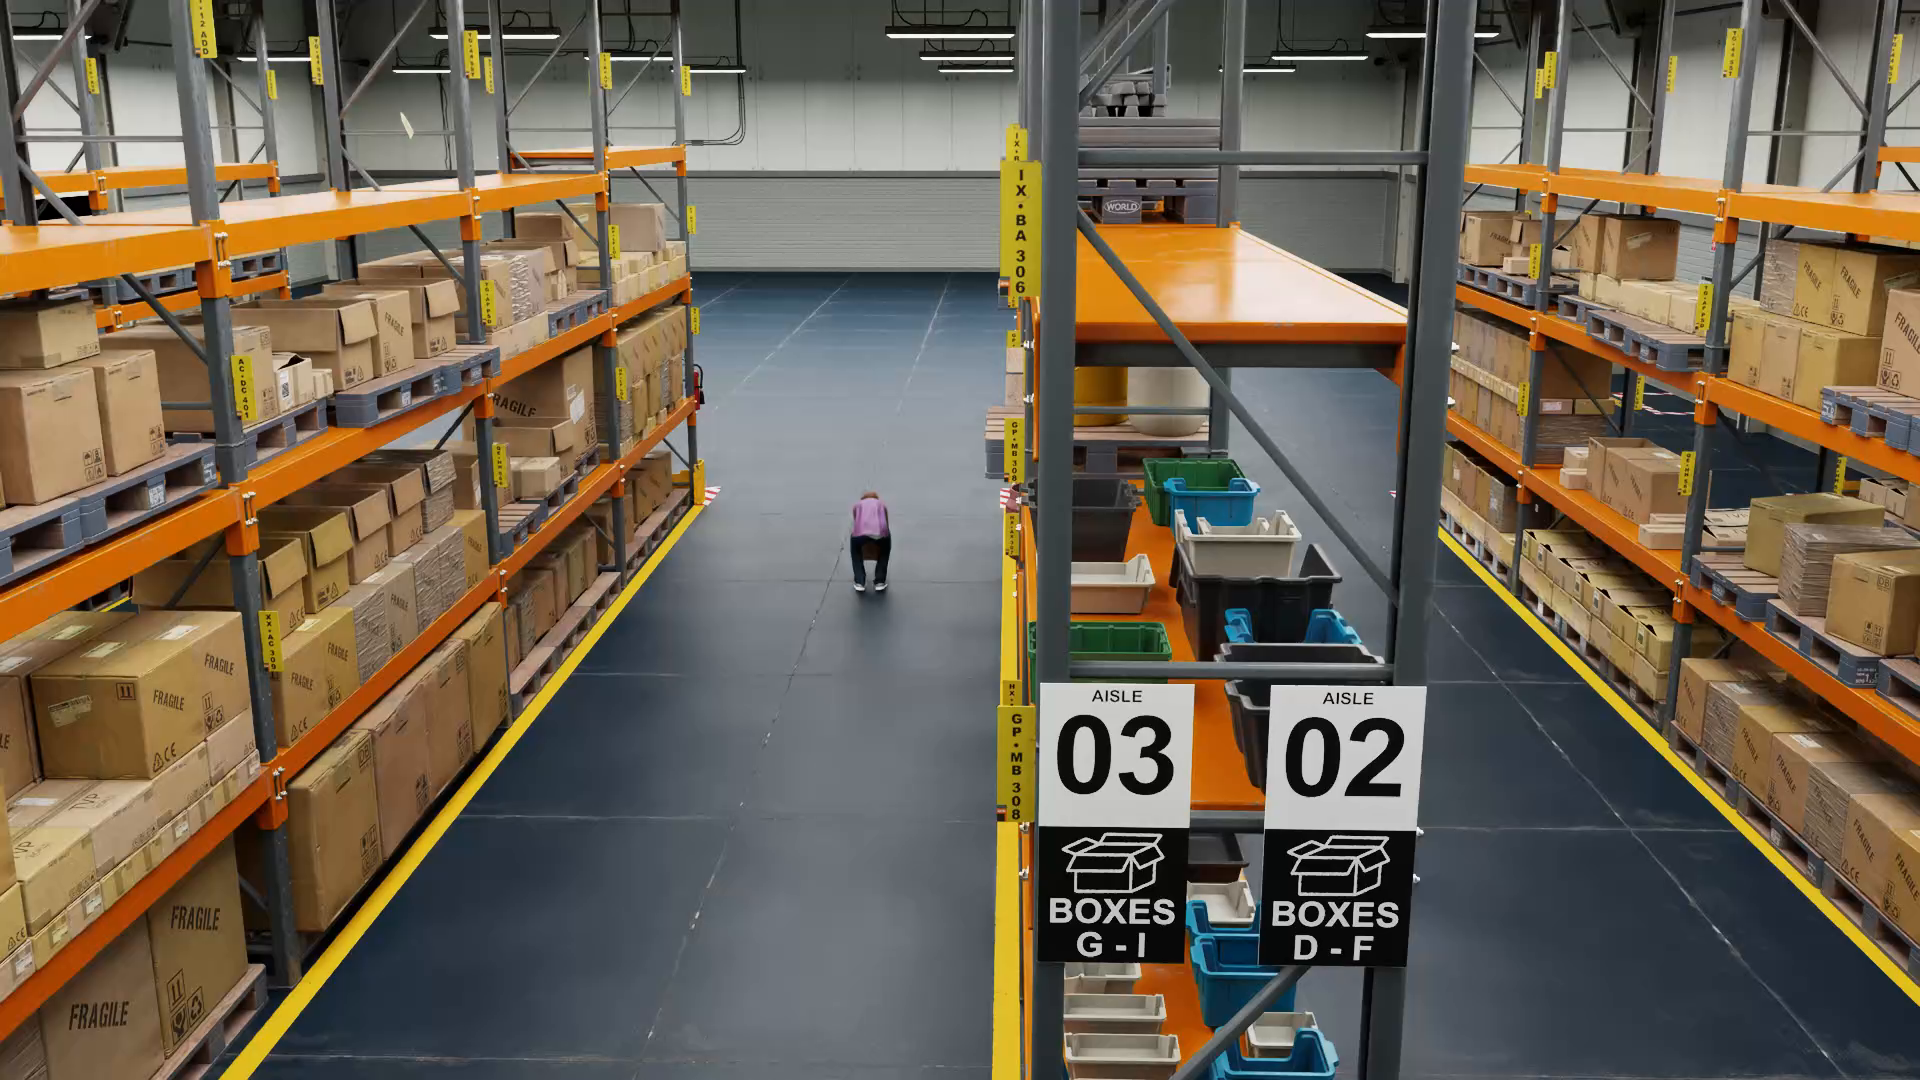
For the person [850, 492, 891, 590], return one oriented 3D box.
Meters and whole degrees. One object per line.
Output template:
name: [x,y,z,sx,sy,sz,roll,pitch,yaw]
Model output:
person: [-0.907,0.025,16.847,0.428,0.902,0.857,0,14,-1]
